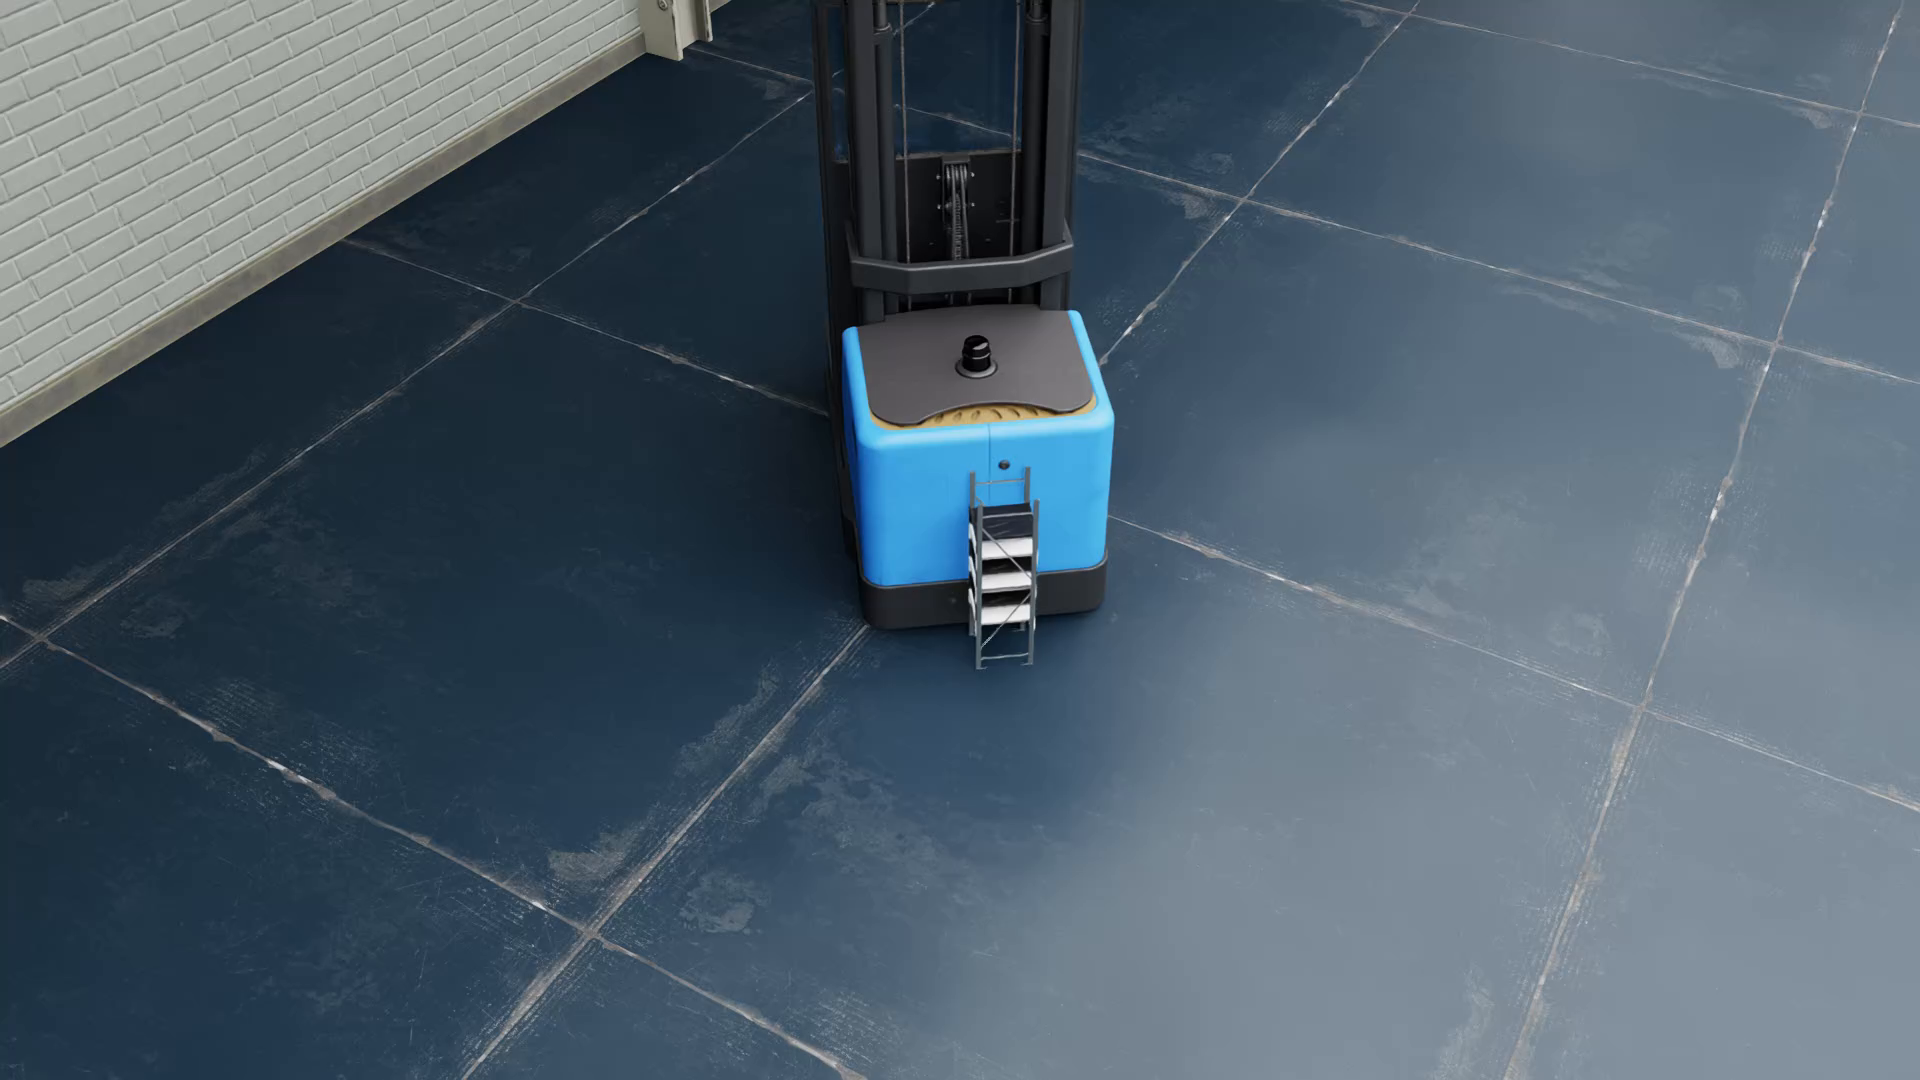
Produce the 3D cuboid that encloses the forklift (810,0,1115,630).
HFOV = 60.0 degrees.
[{"bbox_3d":[-0.083,-1.696,7.274,1.130,2.935,3.031,-5,42,-6],"label":"forklift"}]

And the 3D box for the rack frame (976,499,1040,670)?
[{"bbox_3d":[0.186,0.194,6.664,0.240,0.900,0.006,-5,42,-6],"label":"rack frame"}]

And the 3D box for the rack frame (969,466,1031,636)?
[{"bbox_3d":[0.159,0.061,6.816,0.240,0.900,0.006,-5,42,-6],"label":"rack frame"}]

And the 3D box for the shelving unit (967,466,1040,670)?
[{"bbox_3d":[0.172,0.127,6.740,0.258,0.900,0.210,-5,42,-6],"label":"shelving unit"}]

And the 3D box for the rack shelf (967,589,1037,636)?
[{"bbox_3d":[0.172,0.288,6.881,0.258,0.077,0.200,-5,42,-6],"label":"rack shelf"}]

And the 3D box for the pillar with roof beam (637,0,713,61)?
[{"bbox_3d":[1.790,-5.358,6.840,9.100,9.000,0.400,21,45,22],"label":"pillar with roof beam"}]

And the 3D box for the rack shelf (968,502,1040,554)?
[{"bbox_3d":[0.172,-0.050,6.584,0.258,0.077,0.200,-5,42,-6],"label":"rack shelf"}]

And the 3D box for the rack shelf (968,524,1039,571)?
[{"bbox_3d":[0.172,0.017,6.643,0.258,0.077,0.200,-5,42,-6],"label":"rack shelf"}]

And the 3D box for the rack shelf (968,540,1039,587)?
[{"bbox_3d":[0.172,0.085,6.702,0.258,0.077,0.200,-5,42,-6],"label":"rack shelf"}]

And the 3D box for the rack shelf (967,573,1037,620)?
[{"bbox_3d":[0.172,0.220,6.821,0.258,0.077,0.200,-5,42,-6],"label":"rack shelf"}]

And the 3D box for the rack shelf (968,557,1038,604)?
[{"bbox_3d":[0.172,0.152,6.762,0.258,0.077,0.200,-5,42,-6],"label":"rack shelf"}]
